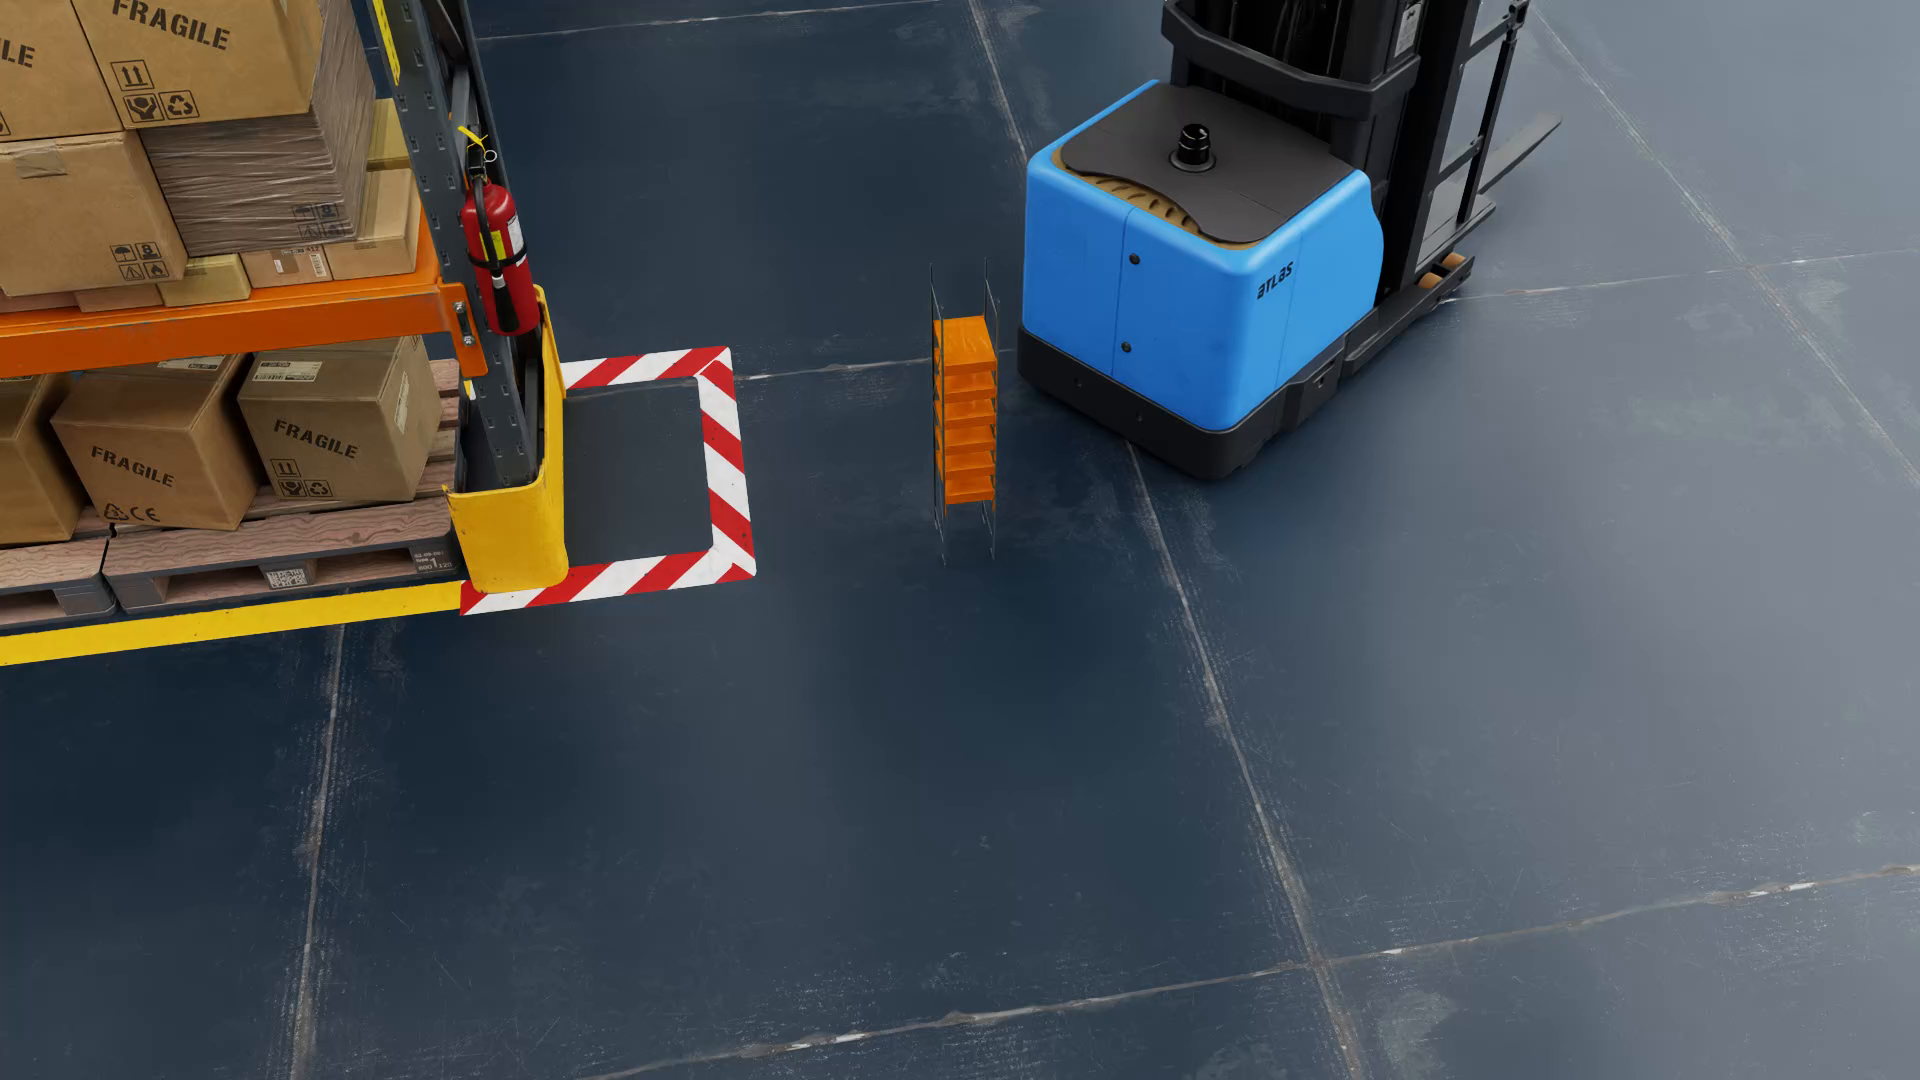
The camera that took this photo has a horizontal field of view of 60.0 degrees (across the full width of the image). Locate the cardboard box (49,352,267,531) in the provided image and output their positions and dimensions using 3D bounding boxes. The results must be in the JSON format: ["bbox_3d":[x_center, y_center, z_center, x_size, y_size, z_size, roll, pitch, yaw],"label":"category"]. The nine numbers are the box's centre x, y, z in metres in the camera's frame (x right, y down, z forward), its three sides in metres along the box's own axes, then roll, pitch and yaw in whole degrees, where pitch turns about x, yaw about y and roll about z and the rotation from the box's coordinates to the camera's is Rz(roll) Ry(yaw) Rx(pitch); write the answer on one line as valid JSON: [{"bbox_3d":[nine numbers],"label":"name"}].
[{"bbox_3d":[-2.832,-0.397,5.993,0.500,0.500,0.500,4,46,4],"label":"cardboard box"}]

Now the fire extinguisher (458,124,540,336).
[{"bbox_3d":[-1.439,-0.941,5.127,0.183,0.674,0.296,-7,46,-7],"label":"fire extinguisher"}]

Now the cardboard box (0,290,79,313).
[{"bbox_3d":[-2.863,-0.894,5.202,0.250,0.149,0.380,-7,46,-7],"label":"cardboard box"}]

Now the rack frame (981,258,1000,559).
[{"bbox_3d":[0.104,-0.429,5.830,0.006,1.200,0.240,-7,46,-7],"label":"rack frame"}]

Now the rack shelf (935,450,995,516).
[{"bbox_3d":[0.014,-0.221,6.024,0.180,0.103,0.258,-7,46,-7],"label":"rack shelf"}]

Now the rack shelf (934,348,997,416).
[{"bbox_3d":[0.014,-0.554,5.679,0.180,0.103,0.258,-7,46,-7],"label":"rack shelf"}]

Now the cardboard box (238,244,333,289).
[{"bbox_3d":[-2.123,-0.982,5.287,0.250,0.149,0.380,-7,46,-7],"label":"cardboard box"}]

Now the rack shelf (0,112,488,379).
[{"bbox_3d":[-3.601,-0.786,5.423,4.000,0.370,1.077,-7,46,-7],"label":"rack shelf"}]

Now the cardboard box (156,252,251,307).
[{"bbox_3d":[-2.360,-0.915,5.223,0.250,0.149,0.380,-7,46,-7],"label":"cardboard box"}]

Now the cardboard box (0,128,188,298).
[{"bbox_3d":[-2.650,-1.224,5.070,0.500,0.500,0.875,-7,46,-7],"label":"cardboard box"}]

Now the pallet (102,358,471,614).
[{"bbox_3d":[-2.512,-0.229,6.324,1.213,0.211,1.003,-7,46,-7],"label":"pallet"}]

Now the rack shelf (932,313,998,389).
[{"bbox_3d":[0.014,-0.637,5.592,0.180,0.103,0.258,-7,46,-7],"label":"rack shelf"}]

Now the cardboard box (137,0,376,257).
[{"bbox_3d":[-2.177,-1.371,5.212,0.500,0.500,0.875,-7,46,-7],"label":"cardboard box"}]

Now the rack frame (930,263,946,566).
[{"bbox_3d":[-0.076,-0.407,5.809,0.006,1.200,0.240,-7,46,-7],"label":"rack frame"}]

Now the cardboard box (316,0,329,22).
[{"bbox_3d":[-2.219,-1.891,5.019,0.500,0.500,0.500,-7,46,-7],"label":"cardboard box"}]

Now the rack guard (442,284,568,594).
[{"bbox_3d":[-1.706,-0.404,6.292,0.348,0.500,1.175,-7,46,-7],"label":"rack guard"}]

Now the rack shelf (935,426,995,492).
[{"bbox_3d":[0.014,-0.304,5.938,0.180,0.103,0.258,-7,46,-7],"label":"rack shelf"}]

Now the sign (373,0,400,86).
[{"bbox_3d":[-1.556,-1.396,4.488,0.005,0.325,0.100,-7,46,-7],"label":"sign"}]

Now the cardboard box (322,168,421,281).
[{"bbox_3d":[-1.876,-1.012,5.317,0.250,0.149,0.380,-7,46,-7],"label":"cardboard box"}]

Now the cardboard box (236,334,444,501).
[{"bbox_3d":[-2.249,-0.494,6.088,0.500,0.500,0.500,1,46,1],"label":"cardboard box"}]

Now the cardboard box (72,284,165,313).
[{"bbox_3d":[-2.609,-0.895,5.204,0.250,0.149,0.380,-7,46,-7],"label":"cardboard box"}]

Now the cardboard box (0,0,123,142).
[{"bbox_3d":[-2.622,-1.457,4.601,0.500,0.500,0.500,-7,46,-7],"label":"cardboard box"}]

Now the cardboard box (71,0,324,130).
[{"bbox_3d":[-2.131,-1.523,4.664,0.500,0.500,0.500,-7,46,-7],"label":"cardboard box"}]

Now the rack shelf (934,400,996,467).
[{"bbox_3d":[0.014,-0.387,5.852,0.180,0.103,0.258,-7,46,-7],"label":"rack shelf"}]

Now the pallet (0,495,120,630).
[{"bbox_3d":[-3.712,-0.082,6.182,1.213,0.211,1.003,-7,46,-7],"label":"pallet"}]

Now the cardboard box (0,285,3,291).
[{"bbox_3d":[-3.150,-1.193,5.041,0.500,0.500,0.875,-7,46,-7],"label":"cardboard box"}]

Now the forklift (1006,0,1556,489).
[{"bbox_3d":[1.549,-2.192,6.327,1.130,2.935,3.031,33,54,28],"label":"forklift"}]

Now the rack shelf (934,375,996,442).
[{"bbox_3d":[0.014,-0.471,5.765,0.180,0.103,0.258,-7,46,-7],"label":"rack shelf"}]

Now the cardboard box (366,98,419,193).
[{"bbox_3d":[-1.952,-1.328,5.621,0.250,0.149,0.380,-7,46,-7],"label":"cardboard box"}]

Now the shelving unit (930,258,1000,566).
[{"bbox_3d":[0.014,-0.418,5.820,0.189,1.200,0.258,-7,46,-7],"label":"shelving unit"}]

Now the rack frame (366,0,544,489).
[{"bbox_3d":[-1.631,-1.281,5.401,0.127,3.000,1.000,-7,46,-7],"label":"rack frame"}]

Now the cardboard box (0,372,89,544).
[{"bbox_3d":[-3.452,-0.333,5.932,0.500,0.500,0.500,-3,46,-3],"label":"cardboard box"}]
